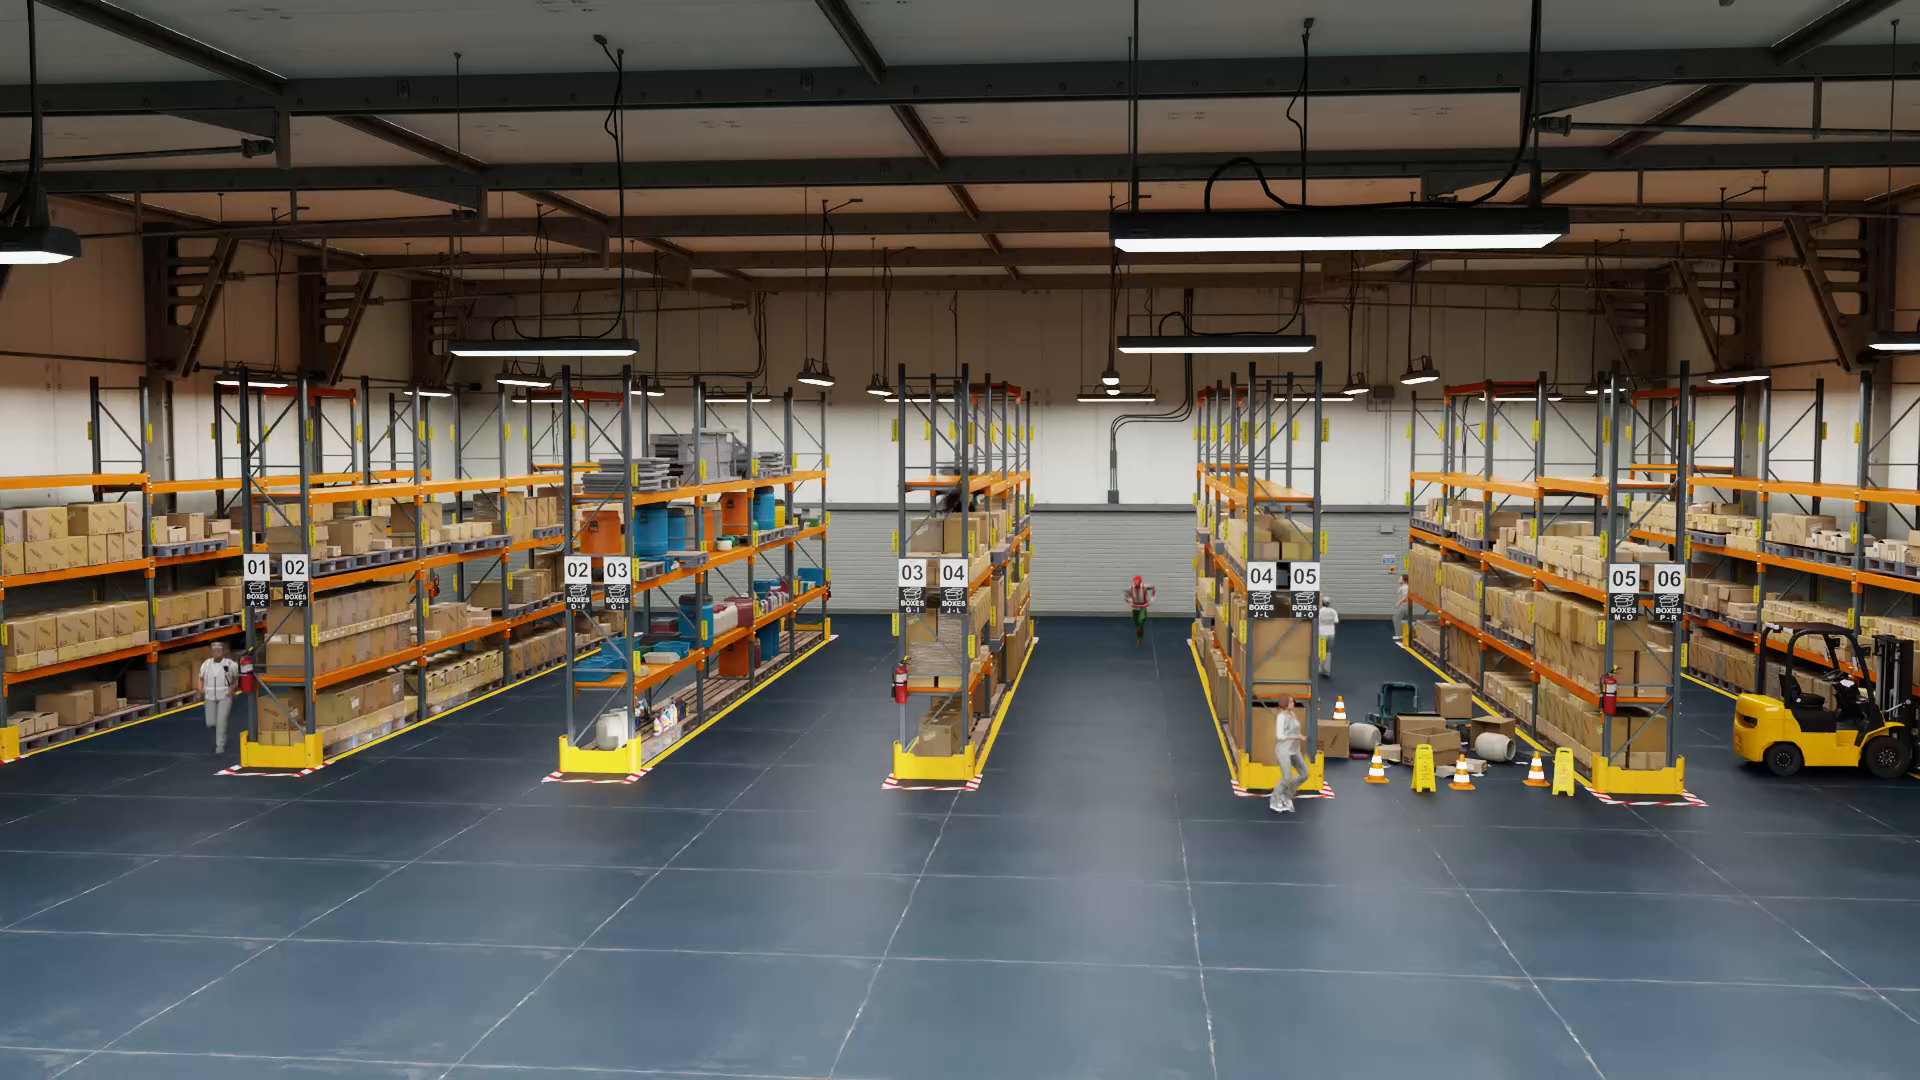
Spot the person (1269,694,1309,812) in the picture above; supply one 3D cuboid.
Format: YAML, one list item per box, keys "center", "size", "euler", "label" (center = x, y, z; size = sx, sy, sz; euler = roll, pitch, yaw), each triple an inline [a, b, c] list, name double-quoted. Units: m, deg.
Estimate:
- center: [4.344, 2.808, 21.823]
  size: [0.602, 1.577, 0.517]
  euler: [3, 5, 43]
  label: "person"

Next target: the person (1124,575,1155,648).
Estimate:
- center: [4.237, 1.659, 39.142]
  size: [0.704, 1.723, 1.029]
  euler: [1, 4, 14]
  label: "person"

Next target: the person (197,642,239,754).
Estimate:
- center: [-11.676, 2.469, 26.256]
  size: [0.672, 1.755, 0.644]
  euler: [-1, 4, -10]
  label: "person"

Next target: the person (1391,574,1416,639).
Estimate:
- center: [10.771, 1.625, 40.240]
  size: [0.654, 1.622, 0.599]
  euler: [1, 4, 18]
  label: "person"

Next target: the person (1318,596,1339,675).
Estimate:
- center: [7.536, 1.971, 34.511]
  size: [0.593, 1.622, 0.545]
  euler: [0, 4, -3]
  label: "person"
